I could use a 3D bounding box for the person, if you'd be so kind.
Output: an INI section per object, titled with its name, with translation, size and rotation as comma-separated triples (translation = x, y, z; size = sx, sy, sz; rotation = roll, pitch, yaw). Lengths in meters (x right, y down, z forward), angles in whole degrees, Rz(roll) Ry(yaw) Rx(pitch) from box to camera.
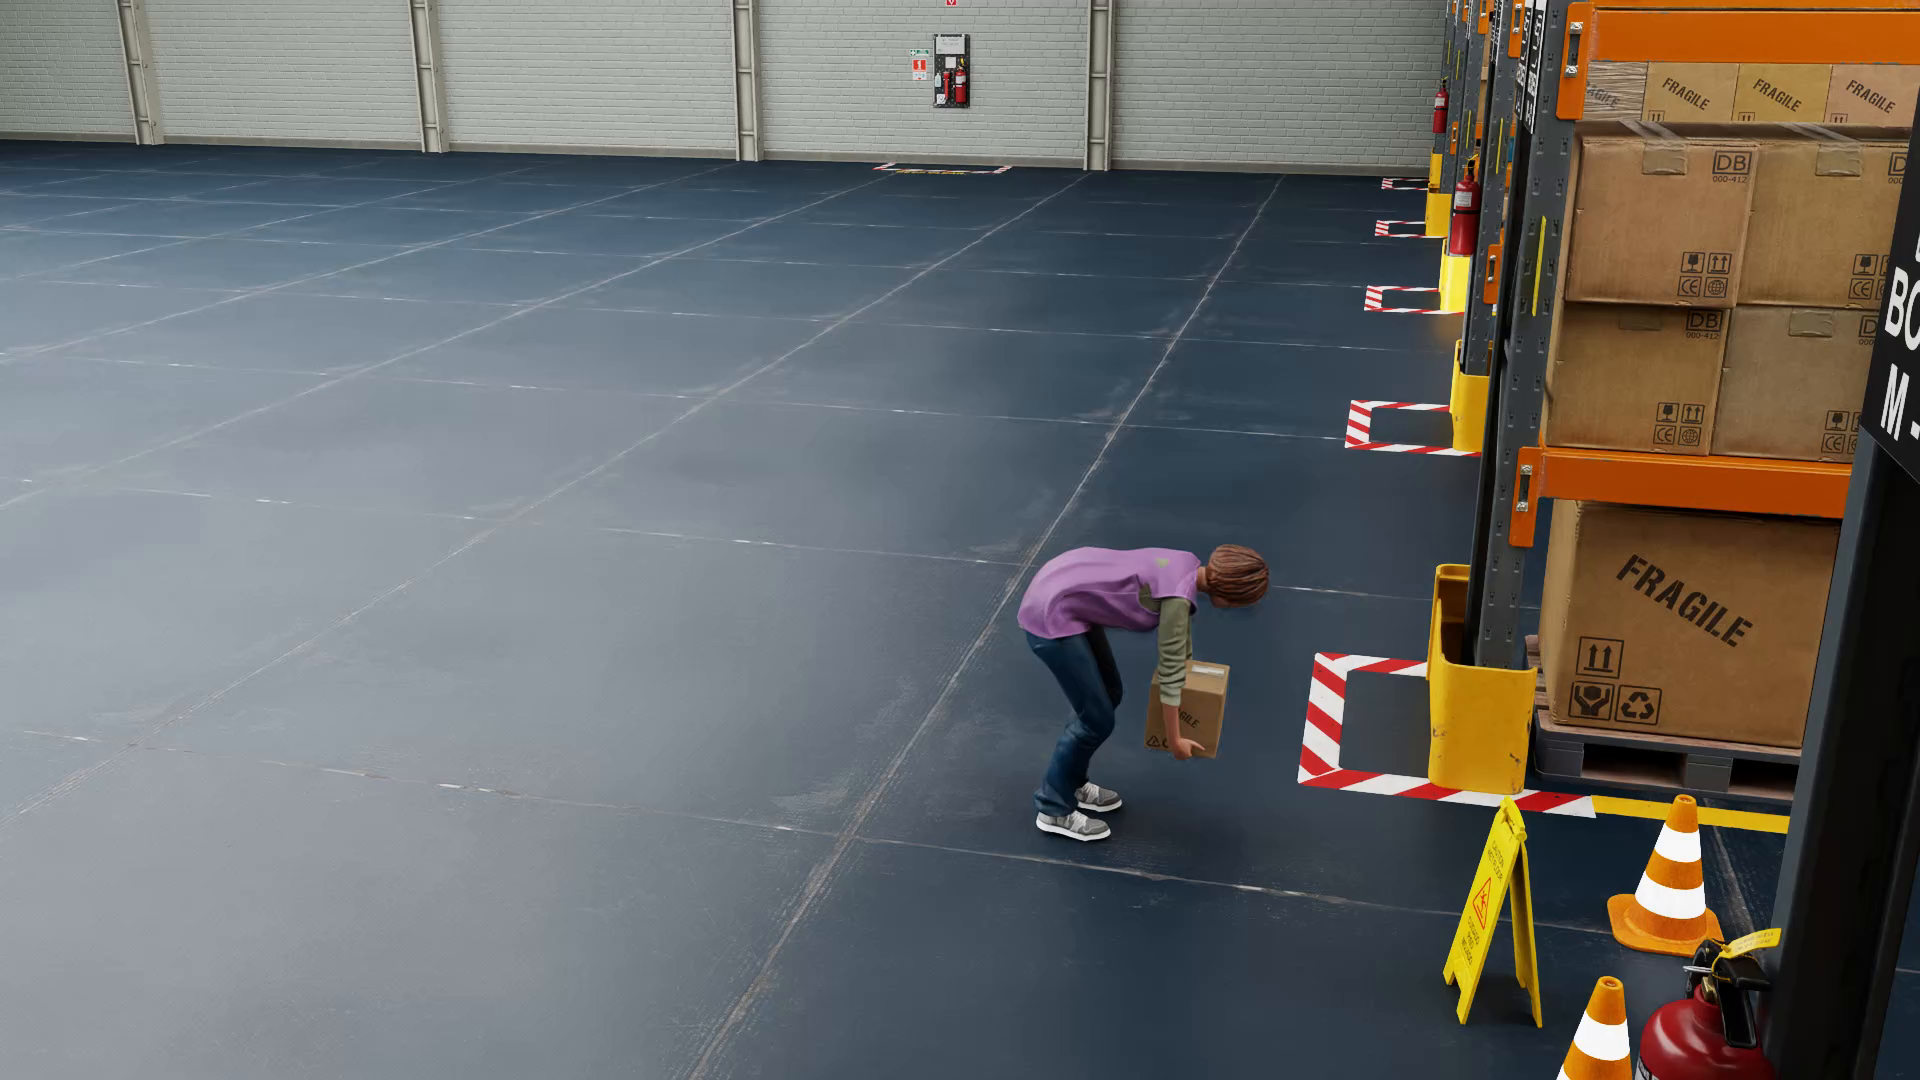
[person]
translation = 0.625, 0.519, 5.833
size = 0.858, 1.090, 0.388
rotation = 4, 19, 12
